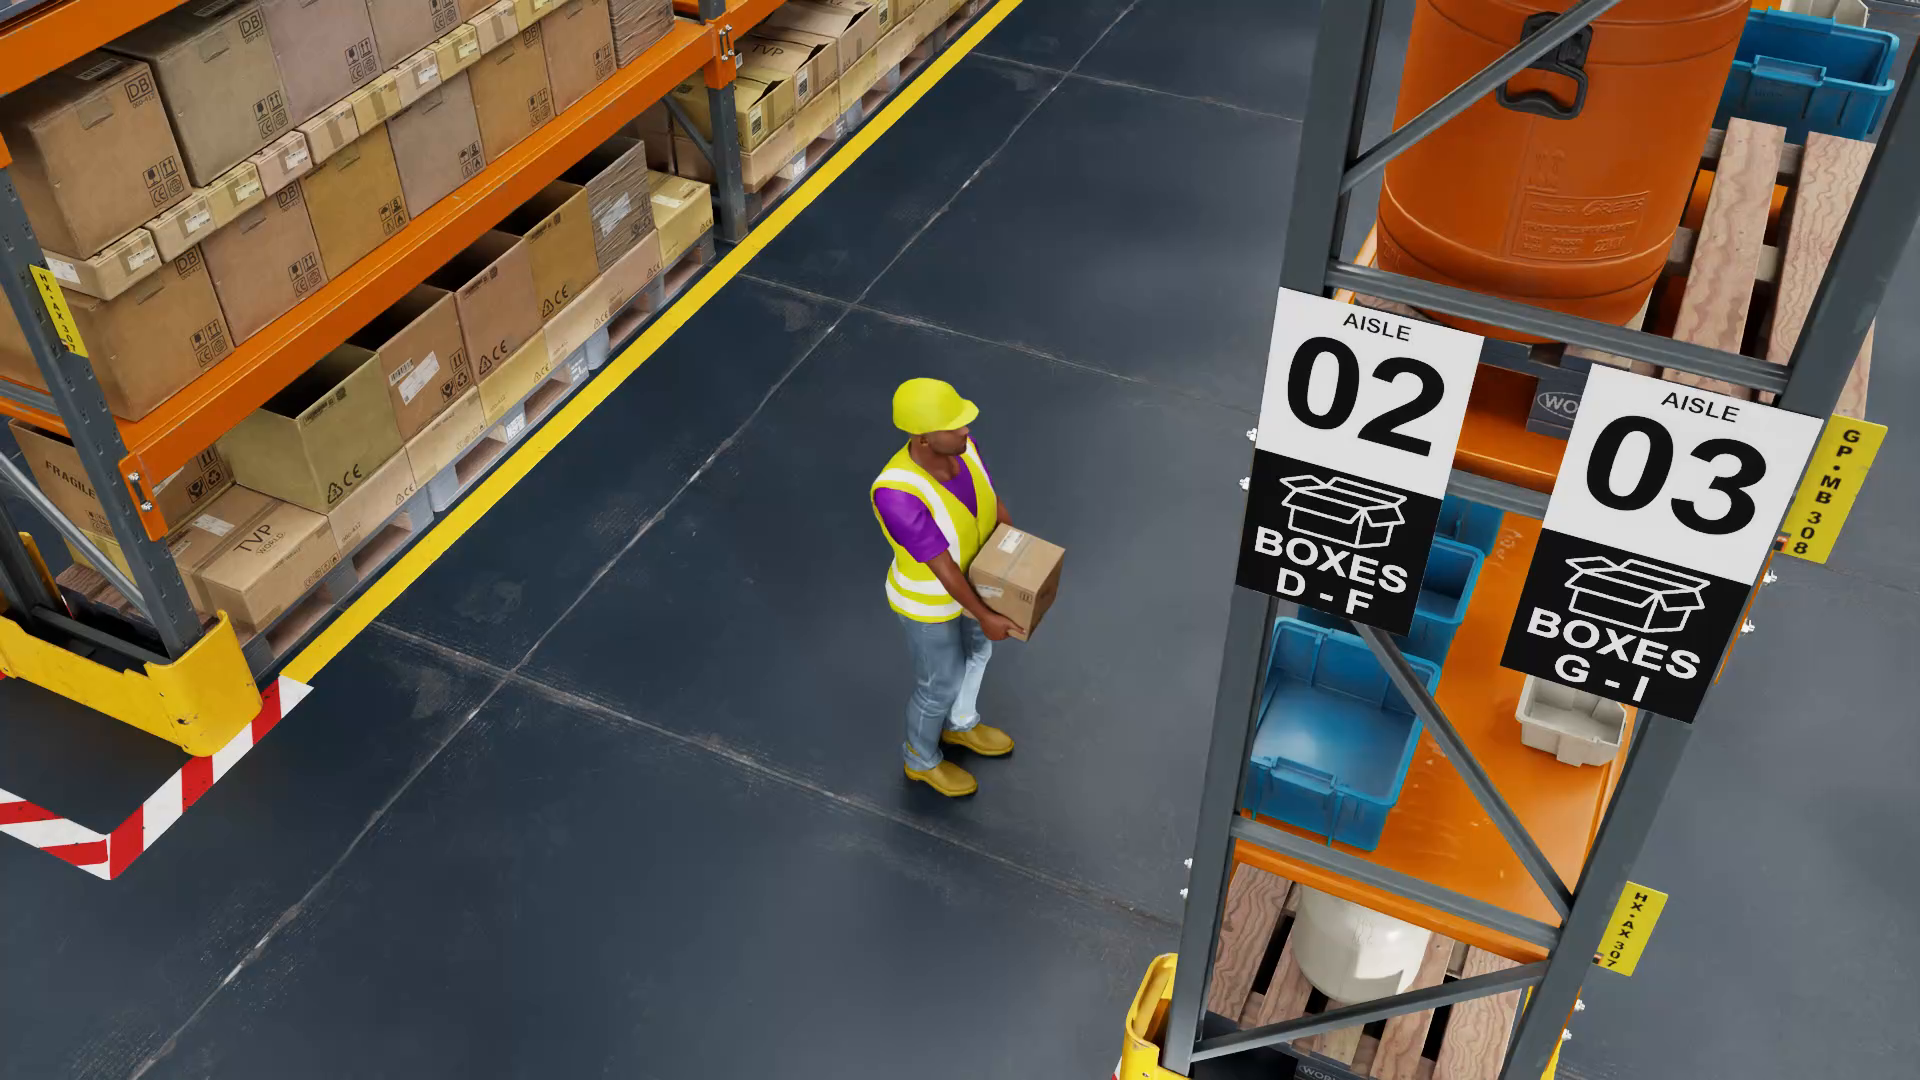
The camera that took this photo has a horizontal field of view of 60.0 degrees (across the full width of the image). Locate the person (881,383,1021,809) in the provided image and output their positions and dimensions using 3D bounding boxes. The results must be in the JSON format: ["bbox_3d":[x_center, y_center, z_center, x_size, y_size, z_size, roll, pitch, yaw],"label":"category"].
[{"bbox_3d":[-0.033,0.170,5.956,0.460,1.759,0.629,15,44,16],"label":"person"}]
